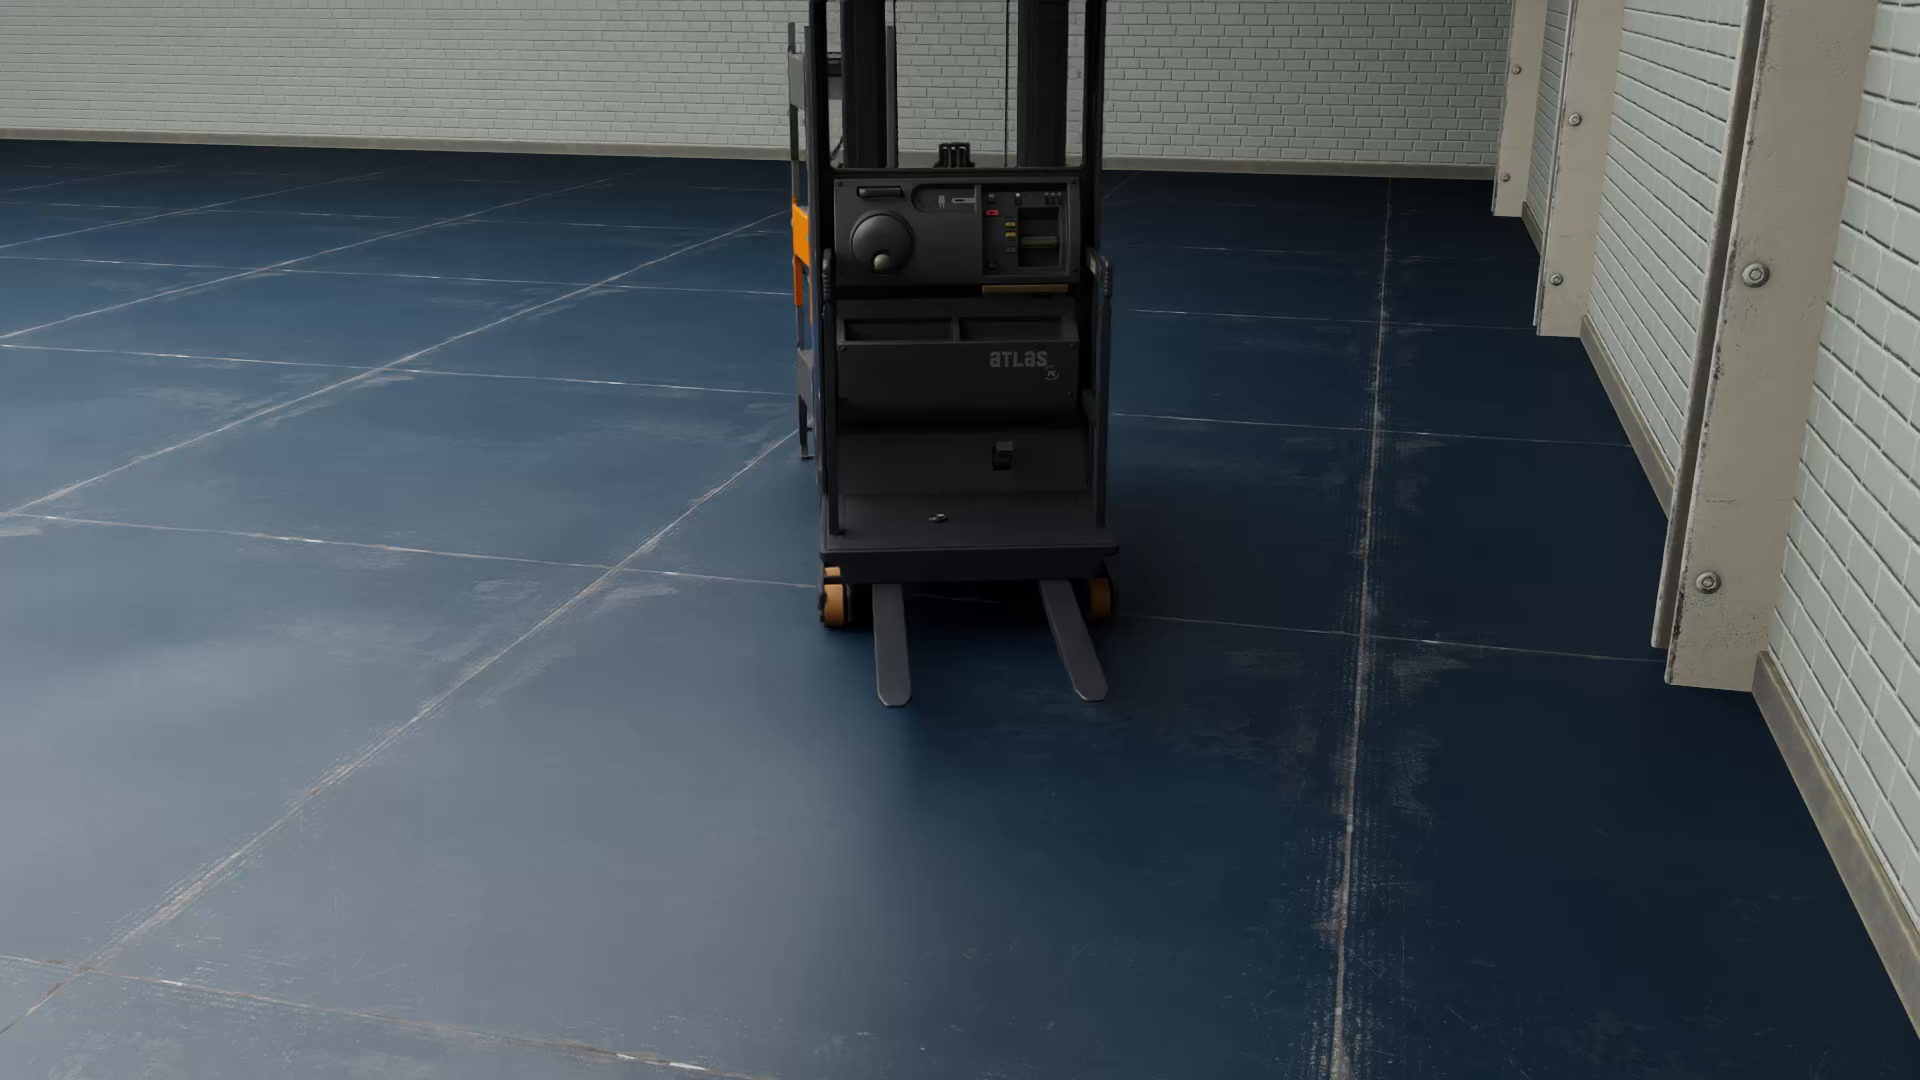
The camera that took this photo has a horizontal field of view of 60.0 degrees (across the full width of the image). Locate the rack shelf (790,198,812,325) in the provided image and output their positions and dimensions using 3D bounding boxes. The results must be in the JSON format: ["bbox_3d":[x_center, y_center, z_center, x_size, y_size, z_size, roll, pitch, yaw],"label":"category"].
[{"bbox_3d":[-0.548,-1.330,7.870,0.431,0.518,0.480,-5,20,-13],"label":"rack shelf"}]

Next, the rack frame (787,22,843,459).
[{"bbox_3d":[-0.607,-1.420,8.089,0.400,2.100,0.015,-5,20,-13],"label":"rack frame"}]

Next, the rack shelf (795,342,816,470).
[{"bbox_3d":[-0.549,-0.668,8.099,0.431,0.518,0.480,-5,20,-13],"label":"rack shelf"}]

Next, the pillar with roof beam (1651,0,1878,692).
[{"bbox_3d":[-1.540,-4.152,5.421,9.100,9.000,0.400,5,19,13],"label":"pillar with roof beam"}]

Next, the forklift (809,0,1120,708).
[{"bbox_3d":[0.008,-1.170,6.078,1.130,2.935,3.031,-1,19,-4],"label":"forklift"}]

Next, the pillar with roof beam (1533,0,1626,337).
[{"bbox_3d":[-0.074,-6.033,10.927,9.100,9.000,0.400,5,19,13],"label":"pillar with roof beam"}]

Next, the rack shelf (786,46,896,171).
[{"bbox_3d":[-0.547,-1.991,7.641,0.431,0.518,0.480,-5,20,-13],"label":"rack shelf"}]

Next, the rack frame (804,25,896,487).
[{"bbox_3d":[-0.488,-1.265,7.642,0.400,2.100,0.015,-5,20,-13],"label":"rack frame"}]

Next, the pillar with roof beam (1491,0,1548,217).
[{"bbox_3d":[1.392,-7.913,16.433,9.100,9.000,0.400,5,19,13],"label":"pillar with roof beam"}]

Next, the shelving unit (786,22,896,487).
[{"bbox_3d":[-0.548,-1.343,7.866,0.431,2.100,0.503,-5,20,-13],"label":"shelving unit"}]
